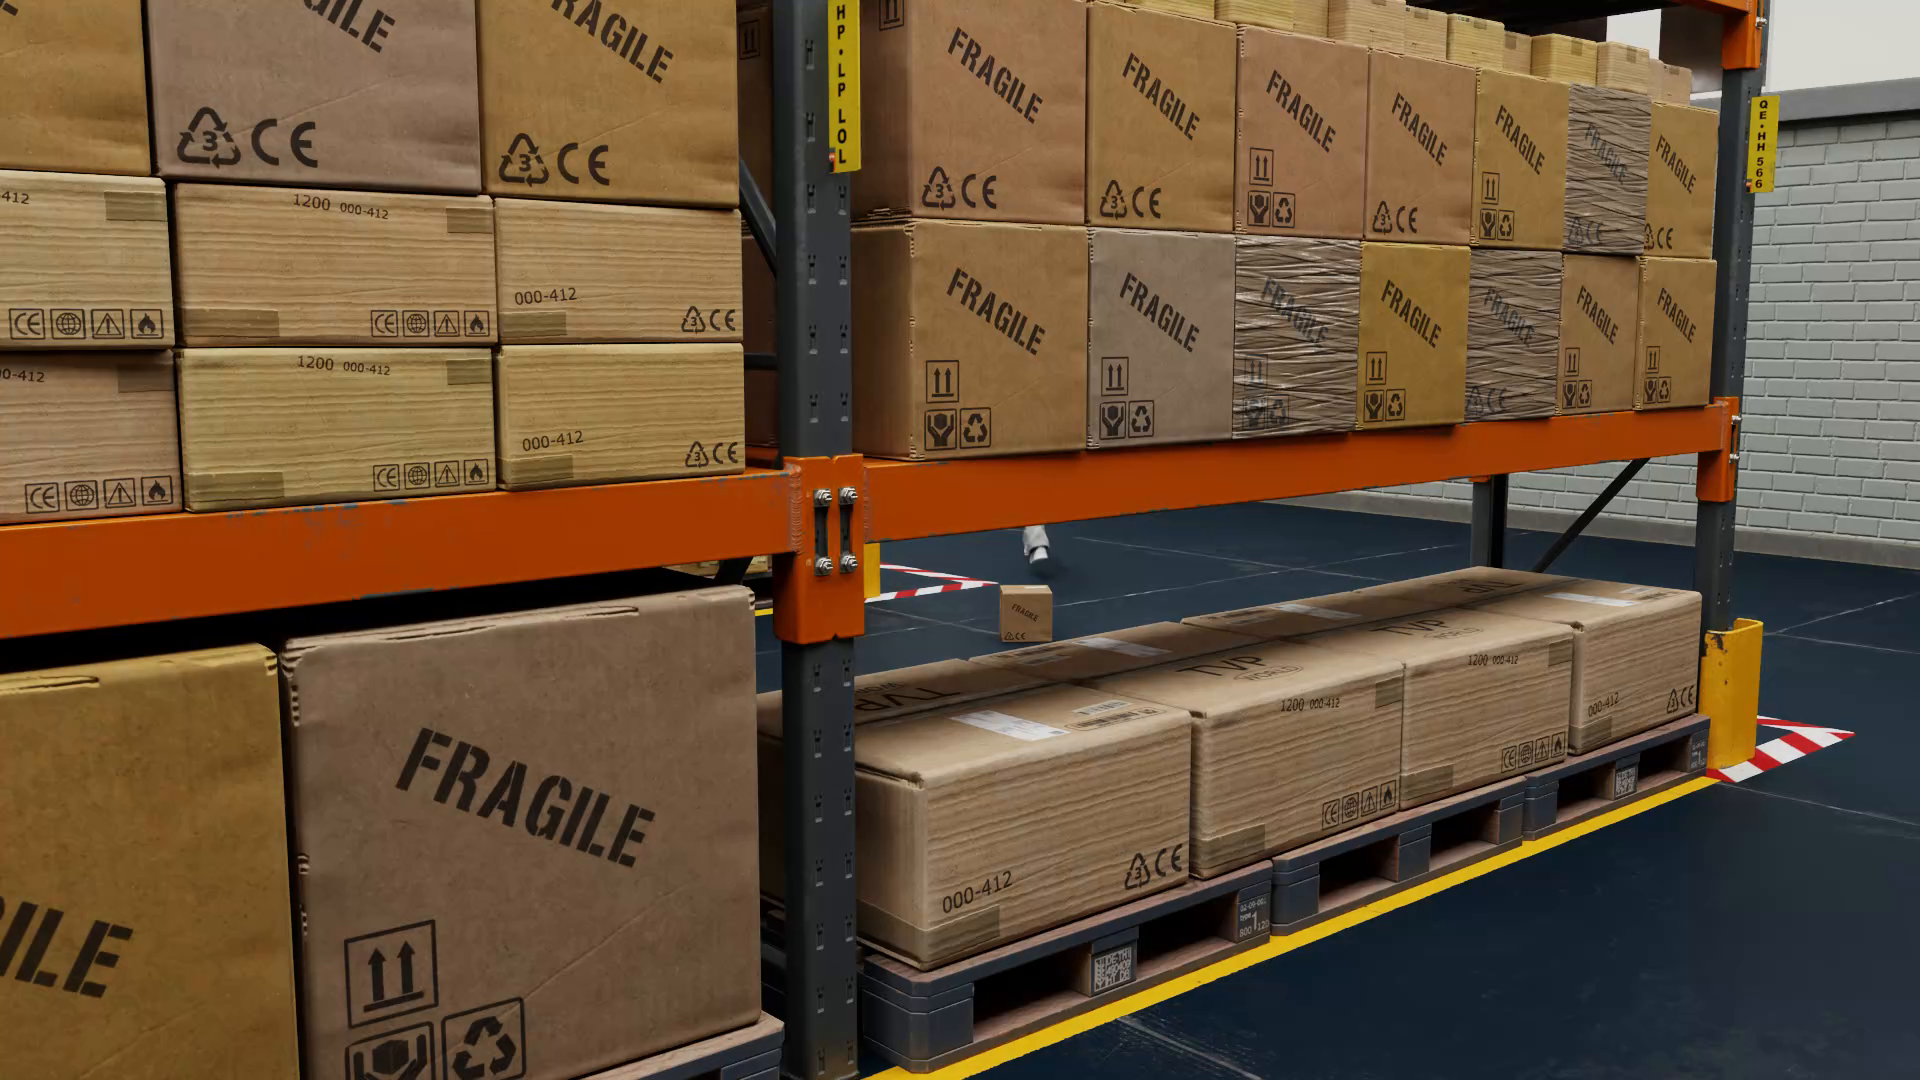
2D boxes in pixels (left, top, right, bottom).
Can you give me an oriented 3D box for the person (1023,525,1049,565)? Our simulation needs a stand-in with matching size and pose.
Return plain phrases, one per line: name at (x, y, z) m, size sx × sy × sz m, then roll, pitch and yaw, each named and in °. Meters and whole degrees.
person at (0.437, -0.655, 10.801) m, size 0.459 × 1.614 × 1.055 m, roll -1°, pitch 8°, yaw -7°
